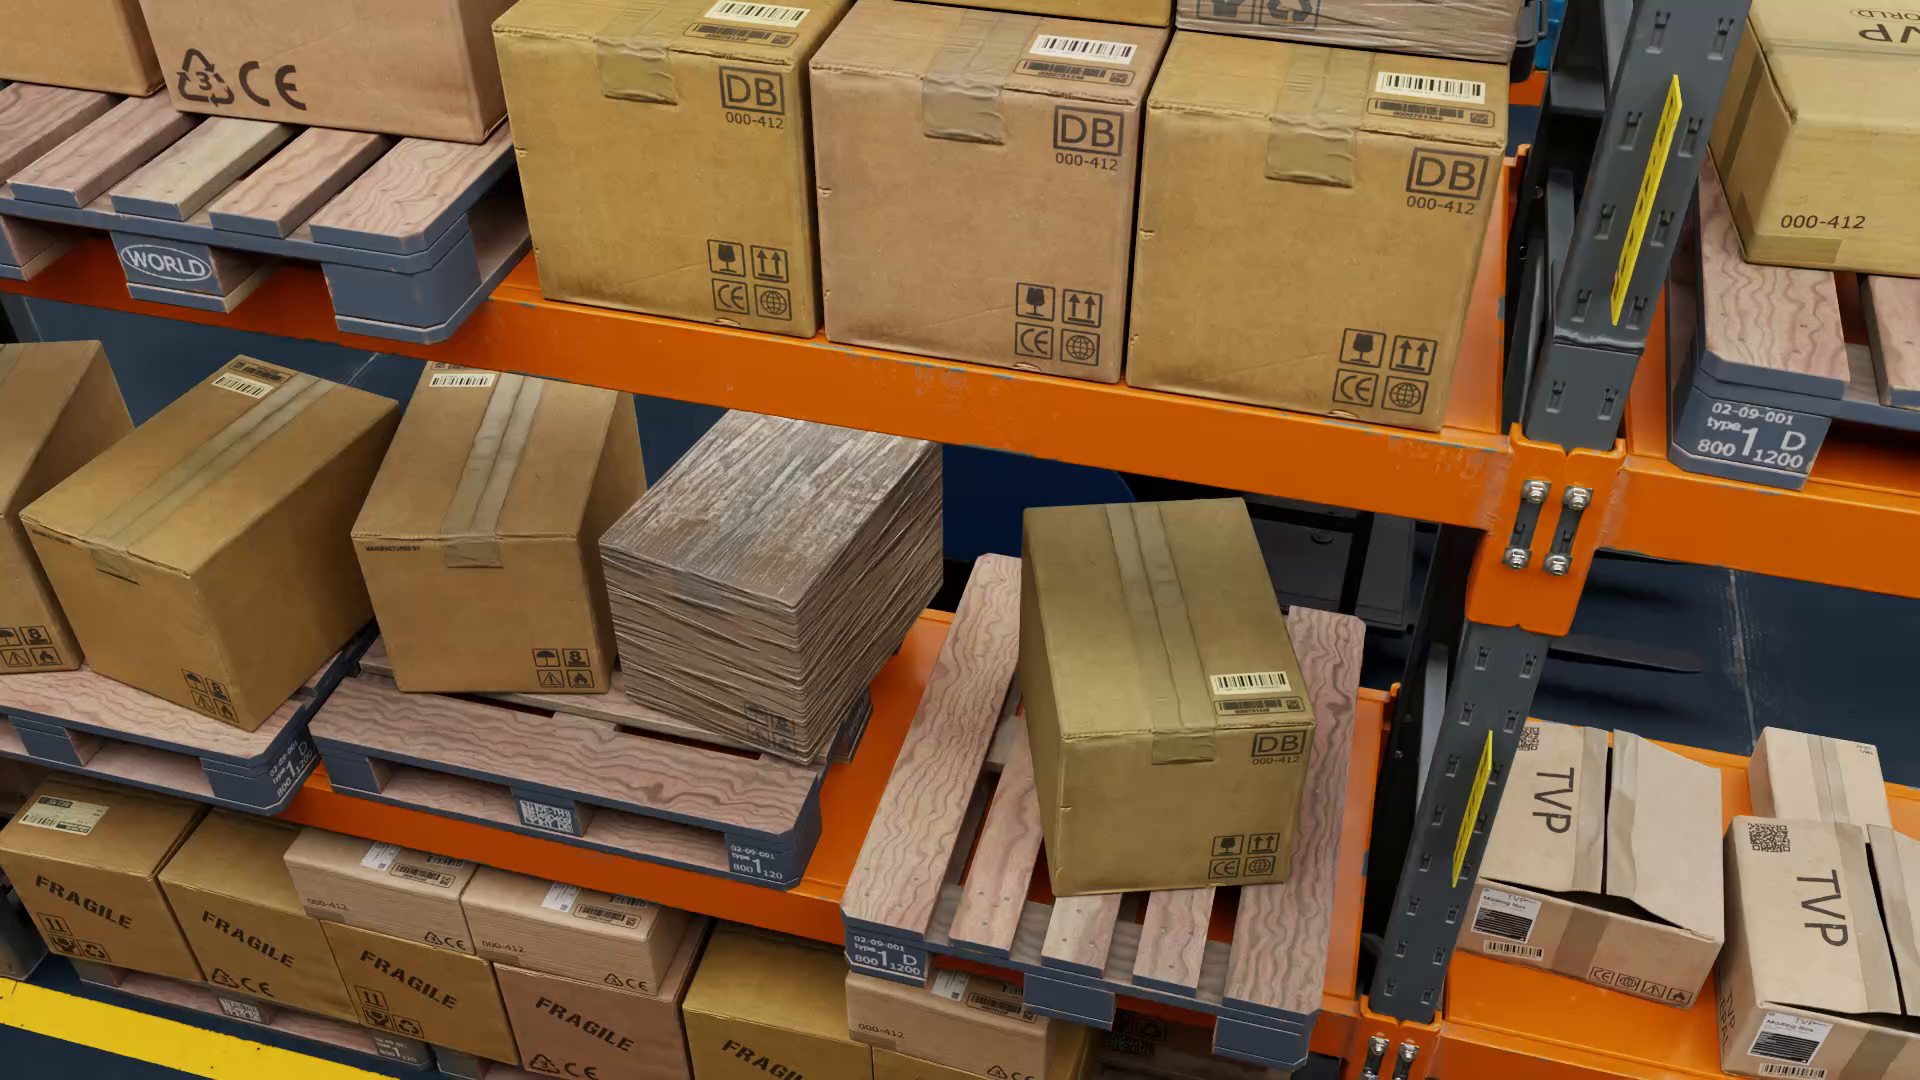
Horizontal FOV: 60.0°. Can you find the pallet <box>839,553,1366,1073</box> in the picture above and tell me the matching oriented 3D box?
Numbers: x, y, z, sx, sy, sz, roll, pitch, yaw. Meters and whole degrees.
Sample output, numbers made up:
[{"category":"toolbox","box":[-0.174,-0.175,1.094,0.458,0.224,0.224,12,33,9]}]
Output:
[{"category":"pallet","box":[0.381,0.566,3.893,1.003,0.211,1.213,10,41,11]}]

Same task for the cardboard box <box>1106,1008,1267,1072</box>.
[{"category":"cardboard box","box":[0.688,1.097,4.713,0.500,0.500,0.500,11,41,13]}]

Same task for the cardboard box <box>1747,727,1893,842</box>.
[{"category":"cardboard box","box":[1.994,0.635,3.856,0.250,0.149,0.380,10,41,11]}]

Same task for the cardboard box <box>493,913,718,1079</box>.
[{"category":"cardboard box","box":[-0.918,1.171,4.625,0.500,0.500,0.500,8,41,10]}]

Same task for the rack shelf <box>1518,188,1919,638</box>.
[{"category":"rack shelf","box":[2.986,0.021,2.620,4.000,0.370,1.077,10,41,11]}]

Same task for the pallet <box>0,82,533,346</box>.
[{"category":"pallet","box":[-1.195,-0.858,3.253,1.003,0.211,1.213,10,41,11]}]

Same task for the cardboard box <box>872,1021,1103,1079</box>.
[{"category":"cardboard box","box":[0.090,1.340,4.423,0.500,0.500,0.500,11,41,13]}]

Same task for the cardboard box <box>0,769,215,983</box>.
[{"category":"cardboard box","box":[-2.406,0.917,4.928,0.500,0.500,0.500,8,41,9]}]

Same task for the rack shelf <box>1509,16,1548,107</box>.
[{"category":"rack shelf","box":[4.270,-1.907,7.248,4.000,0.370,1.077,10,41,11]}]

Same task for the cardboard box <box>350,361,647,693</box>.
[{"category":"cardboard box","box":[-1.087,-0.047,4.070,0.500,0.500,0.700,0,40,0]}]

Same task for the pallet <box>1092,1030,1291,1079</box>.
[{"category":"pallet","box":[0.343,1.481,4.822,1.213,0.211,1.003,10,41,11]}]

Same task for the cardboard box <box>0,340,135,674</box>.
[{"category":"cardboard box","box":[-2.410,-0.085,4.115,0.500,0.500,0.700,-3,40,-3]}]

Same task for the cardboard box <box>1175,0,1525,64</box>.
[{"category":"cardboard box","box":[0.634,-1.085,2.522,0.500,0.500,0.500,10,41,11]}]

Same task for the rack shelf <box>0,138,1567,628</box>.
[{"category":"rack shelf","box":[-0.878,-0.644,3.412,4.000,0.370,1.077,10,41,11]}]

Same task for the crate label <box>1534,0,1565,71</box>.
[{"category":"crate label","box":[2.648,-2.148,7.106,0.416,0.233,0.303,10,41,11]}]

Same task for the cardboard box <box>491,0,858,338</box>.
[{"category":"cardboard box","box":[-0.371,-0.849,3.018,0.500,0.500,0.910,10,41,11]}]

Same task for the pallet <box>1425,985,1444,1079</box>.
[{"category":"pallet","box":[1.839,1.790,4.454,1.213,0.211,1.003,10,41,11]}]

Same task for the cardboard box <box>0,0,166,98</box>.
[{"category":"cardboard box","box":[-1.691,-1.263,3.107,0.600,0.600,0.600,9,41,11]}]

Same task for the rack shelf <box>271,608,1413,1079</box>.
[{"category":"rack shelf","box":[-0.878,0.504,4.377,4.000,0.370,1.077,10,41,11]}]

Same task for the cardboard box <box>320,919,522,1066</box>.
[{"category":"cardboard box","box":[-1.407,1.086,4.726,0.500,0.500,0.500,10,41,12]}]

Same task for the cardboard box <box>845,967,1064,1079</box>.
[{"category":"cardboard box","box":[0.035,1.046,4.190,0.500,0.250,0.500,11,41,13]}]

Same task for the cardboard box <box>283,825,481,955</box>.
[{"category":"cardboard box","box":[-1.440,0.796,4.488,0.500,0.250,0.500,10,41,12]}]

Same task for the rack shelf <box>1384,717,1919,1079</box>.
[{"category":"rack shelf","box":[2.986,1.169,3.585,4.000,0.370,1.077,10,41,11]}]

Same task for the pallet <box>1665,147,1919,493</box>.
[{"category":"pallet","box":[1.733,-0.458,2.777,1.003,0.211,1.213,12,41,13]}]

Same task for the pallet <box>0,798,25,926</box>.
[{"category":"pallet","box":[-3.473,0.849,5.575,1.213,0.211,1.003,10,41,11]}]

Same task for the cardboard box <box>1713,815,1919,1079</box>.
[{"category":"cardboard box","box":[1.868,0.864,3.458,0.500,0.311,0.500,9,41,11]}]

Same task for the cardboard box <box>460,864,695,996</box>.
[{"category":"cardboard box","box":[-0.955,0.879,4.390,0.500,0.250,0.500,9,41,11]}]

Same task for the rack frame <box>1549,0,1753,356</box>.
[{"category":"rack frame","box":[1.054,-1.736,1.820,0.127,3.000,1.000,10,41,11]}]

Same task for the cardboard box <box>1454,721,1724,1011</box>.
[{"category":"cardboard box","box":[1.394,0.683,3.674,0.500,0.311,0.500,12,42,14]}]

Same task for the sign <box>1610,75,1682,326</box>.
[{"category":"sign","box":[0.912,-0.449,2.217,0.005,0.325,0.100,10,41,11]}]

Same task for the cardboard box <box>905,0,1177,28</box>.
[{"category":"cardboard box","box":[0.142,-1.170,2.623,0.500,0.500,0.500,10,41,11]}]

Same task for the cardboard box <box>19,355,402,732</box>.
[{"category":"cardboard box","box":[-1.729,-0.010,4.025,0.500,0.500,0.700,16,43,18]}]

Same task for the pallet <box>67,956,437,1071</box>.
[{"category":"pallet","box":[-2.014,1.076,5.305,1.213,0.211,1.003,10,41,11]}]

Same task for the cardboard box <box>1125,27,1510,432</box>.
[{"category":"cardboard box","box":[0.624,-0.677,2.814,0.500,0.500,0.910,10,41,11]}]

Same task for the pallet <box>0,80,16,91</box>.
[{"category":"pallet","box":[-2.198,-1.028,3.456,1.003,0.211,1.213,10,41,11]}]

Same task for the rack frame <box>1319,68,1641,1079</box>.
[{"category":"rack frame","box":[1.054,0.561,3.749,0.127,3.000,1.000,10,41,11]}]

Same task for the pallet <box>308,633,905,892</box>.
[{"category":"pallet","box":[-0.826,0.314,4.193,1.213,0.211,1.003,10,41,11]}]

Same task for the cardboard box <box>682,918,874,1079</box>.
[{"category":"cardboard box","box":[-0.410,1.254,4.526,0.500,0.500,0.500,8,41,10]}]

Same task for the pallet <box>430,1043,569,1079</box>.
[{"category":"pallet","box":[-0.832,1.277,5.065,1.213,0.211,1.003,10,41,11]}]

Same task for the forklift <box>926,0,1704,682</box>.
[{"category":"forklift","box":[1.239,-0.945,5.596,3.031,2.935,1.130,10,41,11]}]

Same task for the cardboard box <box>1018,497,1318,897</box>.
[{"category":"cardboard box","box":[0.417,0.327,3.623,0.500,0.500,0.700,-3,40,-3]}]

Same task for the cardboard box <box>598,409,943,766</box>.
[{"category":"cardboard box","box":[-0.417,0.057,3.946,0.500,0.500,0.700,17,43,20]}]

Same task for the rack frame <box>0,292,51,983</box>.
[{"category":"rack frame","box":[-2.810,-0.104,4.541,0.127,3.000,1.000,10,41,11]}]

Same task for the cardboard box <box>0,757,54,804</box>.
[{"category":"cardboard box","box":[-3.159,0.553,5.507,0.500,0.311,0.500,10,41,11]}]

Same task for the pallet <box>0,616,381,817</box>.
[{"category":"pallet","box":[-2.066,0.170,4.364,1.213,0.211,1.003,10,41,11]}]

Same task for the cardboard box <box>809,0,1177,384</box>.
[{"category":"cardboard box","box":[0.131,-0.762,2.915,0.500,0.500,0.910,10,41,11]}]

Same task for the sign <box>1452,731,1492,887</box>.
[{"category":"sign","box":[0.923,0.487,2.999,0.005,0.325,0.100,10,41,11]}]

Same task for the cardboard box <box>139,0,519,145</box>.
[{"category":"cardboard box","box":[-1.053,-1.140,2.961,0.600,0.600,0.600,8,41,10]}]

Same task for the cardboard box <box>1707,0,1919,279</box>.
[{"category":"cardboard box","box":[1.507,-0.650,2.650,0.500,0.250,0.500,7,41,8]}]

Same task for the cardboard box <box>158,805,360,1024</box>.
[{"category":"cardboard box","box":[-1.887,0.999,4.830,0.500,0.500,0.500,10,41,12]}]
